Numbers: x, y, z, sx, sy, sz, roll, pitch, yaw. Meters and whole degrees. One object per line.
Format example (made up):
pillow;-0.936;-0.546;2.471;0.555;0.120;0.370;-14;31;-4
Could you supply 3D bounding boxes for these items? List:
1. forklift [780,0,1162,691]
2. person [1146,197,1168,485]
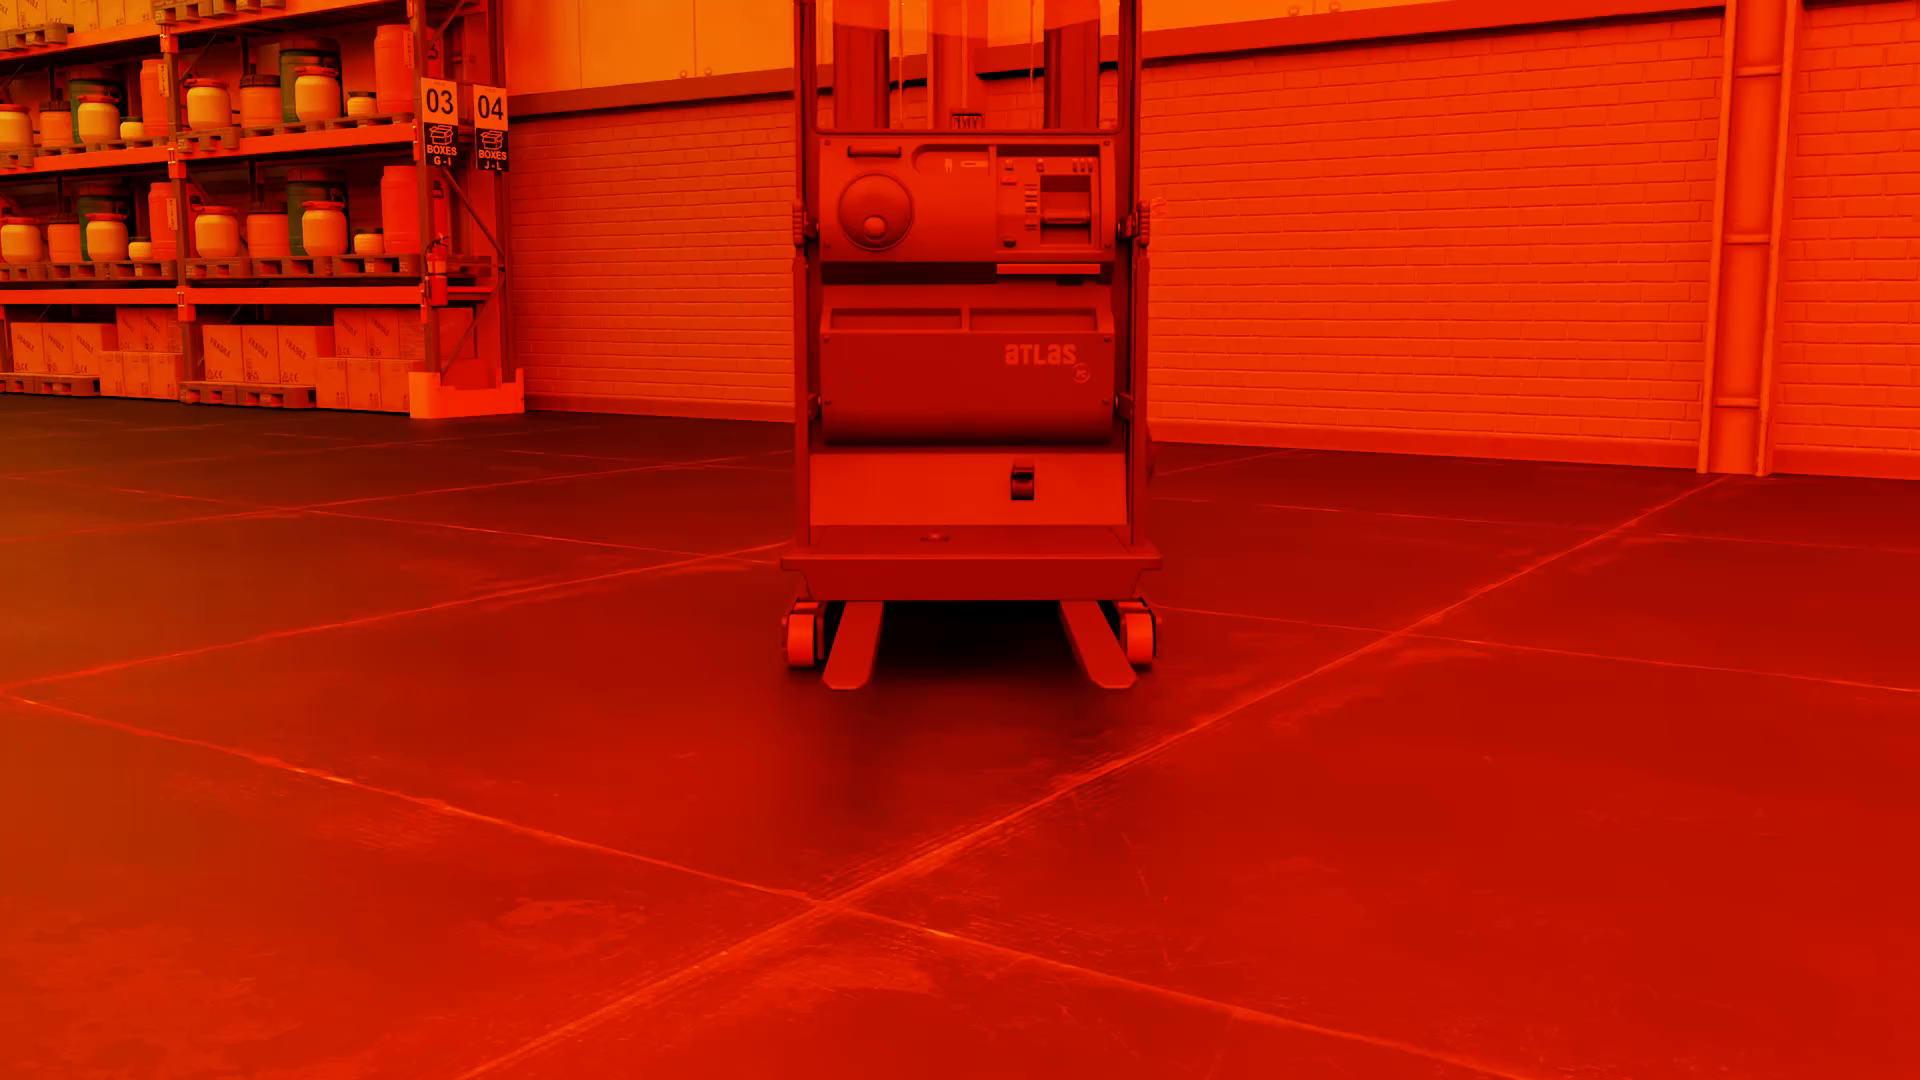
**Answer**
forklift;0.028;-1.114;5.027;1.130;2.935;3.031;0;8;-1
person;0.498;-0.766;7.609;0.710;1.545;0.897;-3;9;-21
